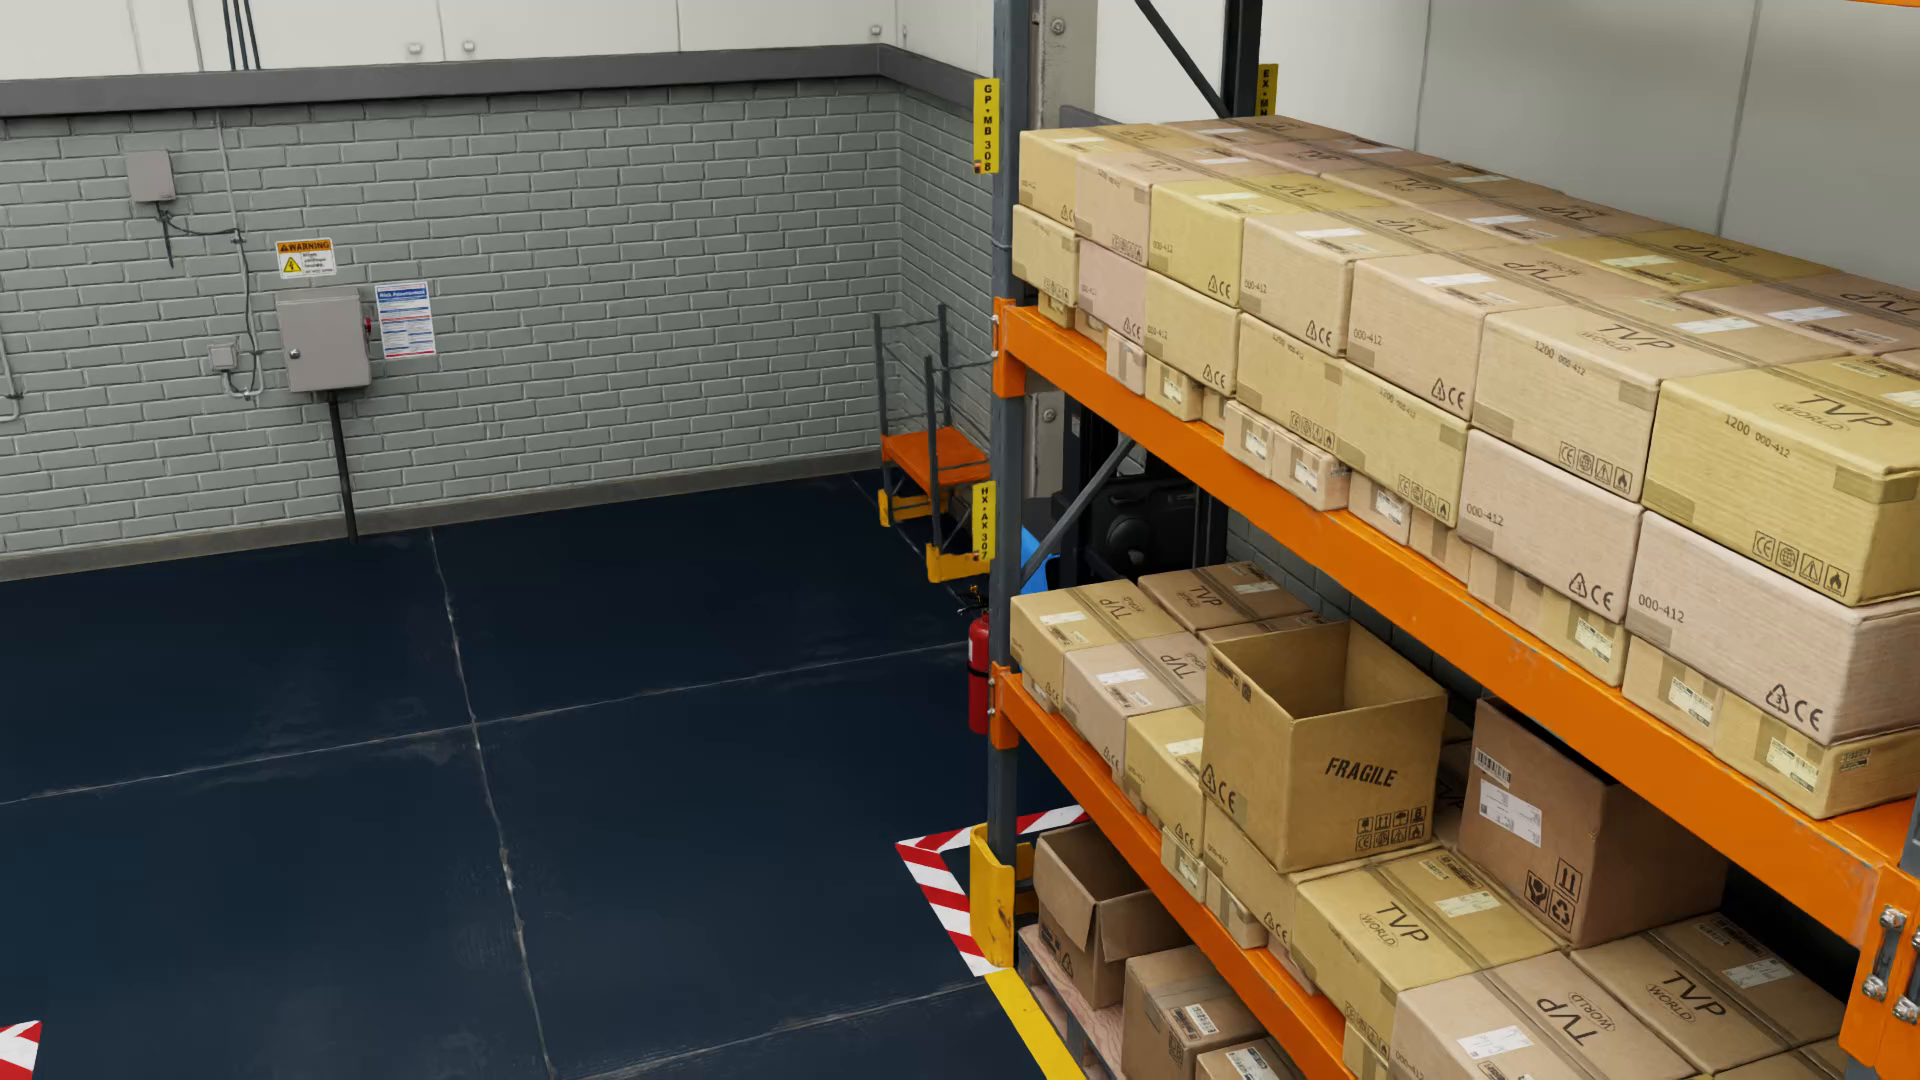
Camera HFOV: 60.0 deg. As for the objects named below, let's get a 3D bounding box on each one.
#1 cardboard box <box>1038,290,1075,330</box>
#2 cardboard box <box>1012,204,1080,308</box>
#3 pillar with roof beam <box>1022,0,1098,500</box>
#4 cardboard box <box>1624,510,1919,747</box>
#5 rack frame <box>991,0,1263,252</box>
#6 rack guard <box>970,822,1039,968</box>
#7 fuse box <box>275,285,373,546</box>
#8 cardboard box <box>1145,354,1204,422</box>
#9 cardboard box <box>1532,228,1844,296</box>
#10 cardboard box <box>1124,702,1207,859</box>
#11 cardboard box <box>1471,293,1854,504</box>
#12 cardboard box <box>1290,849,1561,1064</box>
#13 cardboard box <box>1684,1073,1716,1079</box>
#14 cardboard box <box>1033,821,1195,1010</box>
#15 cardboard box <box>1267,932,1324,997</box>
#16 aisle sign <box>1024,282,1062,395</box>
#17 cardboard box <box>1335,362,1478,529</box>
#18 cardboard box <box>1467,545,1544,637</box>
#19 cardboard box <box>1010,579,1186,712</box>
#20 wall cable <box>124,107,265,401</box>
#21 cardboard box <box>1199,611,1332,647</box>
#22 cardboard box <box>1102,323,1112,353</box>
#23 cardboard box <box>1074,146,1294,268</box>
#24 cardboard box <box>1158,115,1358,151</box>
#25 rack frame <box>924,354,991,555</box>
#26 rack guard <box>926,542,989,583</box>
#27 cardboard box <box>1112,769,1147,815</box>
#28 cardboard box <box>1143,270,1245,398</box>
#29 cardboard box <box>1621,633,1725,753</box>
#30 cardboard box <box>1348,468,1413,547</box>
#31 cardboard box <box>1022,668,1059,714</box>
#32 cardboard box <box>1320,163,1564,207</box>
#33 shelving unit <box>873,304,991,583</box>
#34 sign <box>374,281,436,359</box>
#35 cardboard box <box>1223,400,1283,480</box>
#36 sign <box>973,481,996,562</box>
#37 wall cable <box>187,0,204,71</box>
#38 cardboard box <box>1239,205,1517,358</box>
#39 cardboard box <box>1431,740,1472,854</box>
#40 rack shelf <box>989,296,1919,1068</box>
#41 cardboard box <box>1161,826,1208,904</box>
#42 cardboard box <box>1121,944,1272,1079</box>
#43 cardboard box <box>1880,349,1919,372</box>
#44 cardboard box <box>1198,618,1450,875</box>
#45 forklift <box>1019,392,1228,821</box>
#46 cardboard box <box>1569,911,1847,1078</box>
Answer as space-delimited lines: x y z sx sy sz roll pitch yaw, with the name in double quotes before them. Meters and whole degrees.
"cardboard box" 0.499 -0.865 5.903 0.380 0.149 0.250 -8 24 -18
"cardboard box" 0.505 -0.998 5.704 0.500 0.250 0.500 -9 24 -20
"pillar with roof beam" -3.533 -3.024 6.838 9.100 9.000 0.400 -8 24 -19
"cardboard box" 1.612 0.115 3.062 0.500 0.250 0.500 -8 24 -19
"rack frame" 0.604 -2.511 5.622 1.000 3.000 0.127 -8 24 -19
"rack guard" 0.631 1.433 7.207 1.175 0.500 0.348 -8 24 -19
"fuse box" -4.035 -0.751 10.830 0.539 1.711 0.414 -8 24 -19
"cardboard box" 0.782 -0.479 4.987 0.380 0.149 0.250 -8 24 -19
"cardboard box" 1.731 -0.563 4.029 0.500 0.250 0.500 -9 24 -20
"cardboard box" 0.873 0.754 5.409 0.500 0.250 0.500 -9 24 -20
"cardboard box" 1.426 -0.307 3.422 0.500 0.250 0.500 -9 24 -20
"cardboard box" 1.255 1.124 4.531 0.500 0.250 0.500 -9 24 -19
"cardboard box" 1.609 1.487 3.670 0.500 0.250 0.500 -8 24 -18
"cardboard box" 0.732 1.445 6.632 0.797 0.503 0.637 -9 25 -21
"cardboard box" 1.140 1.178 4.916 0.380 0.149 0.250 -8 24 -19
"aisle sign" 0.305 -0.929 6.245 0.394 0.787 0.004 -8 24 -19
"cardboard box" 1.249 -0.260 3.952 0.500 0.250 0.500 -8 24 -18
"cardboard box" 1.361 0.072 3.678 0.380 0.149 0.250 -8 24 -19
"cardboard box" 0.512 0.387 6.280 0.500 0.250 0.500 -8 24 -19
"wall cable" -4.729 -1.777 10.296 0.588 1.984 0.122 -8 24 -19
"cardboard box" 1.196 0.504 6.003 0.500 0.250 0.500 -8 24 -19
"cardboard box" 0.691 -0.678 5.459 0.380 0.149 0.250 -8 24 -19
"cardboard box" 0.688 -1.044 5.170 0.500 0.250 0.500 -9 24 -19
"cardboard box" 1.022 -1.304 5.786 0.500 0.250 0.500 -9 24 -20
"rack frame" 0.052 -0.468 10.390 0.500 1.500 0.032 -11 25 -18
"rack guard" 0.073 0.097 10.658 0.587 0.250 0.087 -11 25 -18
"cardboard box" 0.754 0.803 5.806 0.380 0.149 0.250 -8 24 -17
"cardboard box" 0.873 -0.629 4.828 0.500 0.250 0.500 -9 25 -21
"cardboard box" 1.530 0.261 3.231 0.380 0.149 0.250 -8 24 -19
"cardboard box" 1.199 -0.120 4.134 0.380 0.149 0.250 -8 24 -18
"cardboard box" 0.464 0.526 6.463 0.380 0.149 0.250 -9 24 -19
"cardboard box" 1.397 -0.929 4.897 0.500 0.250 0.500 -8 24 -18
"shelving unit" -0.127 -0.655 10.838 0.587 1.500 1.083 -11 25 -18
"sign" -3.646 -1.444 10.937 0.329 0.494 0.001 -8 24 -19
"cardboard box" 0.950 -0.295 4.550 0.380 0.149 0.250 -8 24 -19
"sign" 0.097 -0.071 6.442 0.100 0.325 0.005 -8 24 -19
"wall cable" -5.607 -3.959 9.057 2.355 3.000 0.029 -8 24 -19
"cardboard box" 1.068 -0.680 4.305 0.500 0.250 0.500 -8 24 -18
"cardboard box" 1.551 0.874 5.124 0.500 0.250 0.500 -8 24 -19
"rack shelf" 1.311 -0.071 4.620 1.077 0.370 4.000 -8 24 -19
"cardboard box" 0.872 1.001 5.336 0.380 0.149 0.250 -9 24 -20
"cardboard box" 0.997 1.763 5.883 0.700 0.500 0.500 -7 24 -17
"cardboard box" 2.108 -0.193 3.150 0.500 0.250 0.500 -9 24 -20
"cardboard box" 1.043 0.587 4.841 0.500 0.500 0.500 -8 24 -18
"forklift" 1.121 -0.079 7.665 1.130 2.935 3.031 -8 24 -17
"cardboard box" 1.911 1.240 4.255 0.500 0.250 0.500 -9 24 -19
